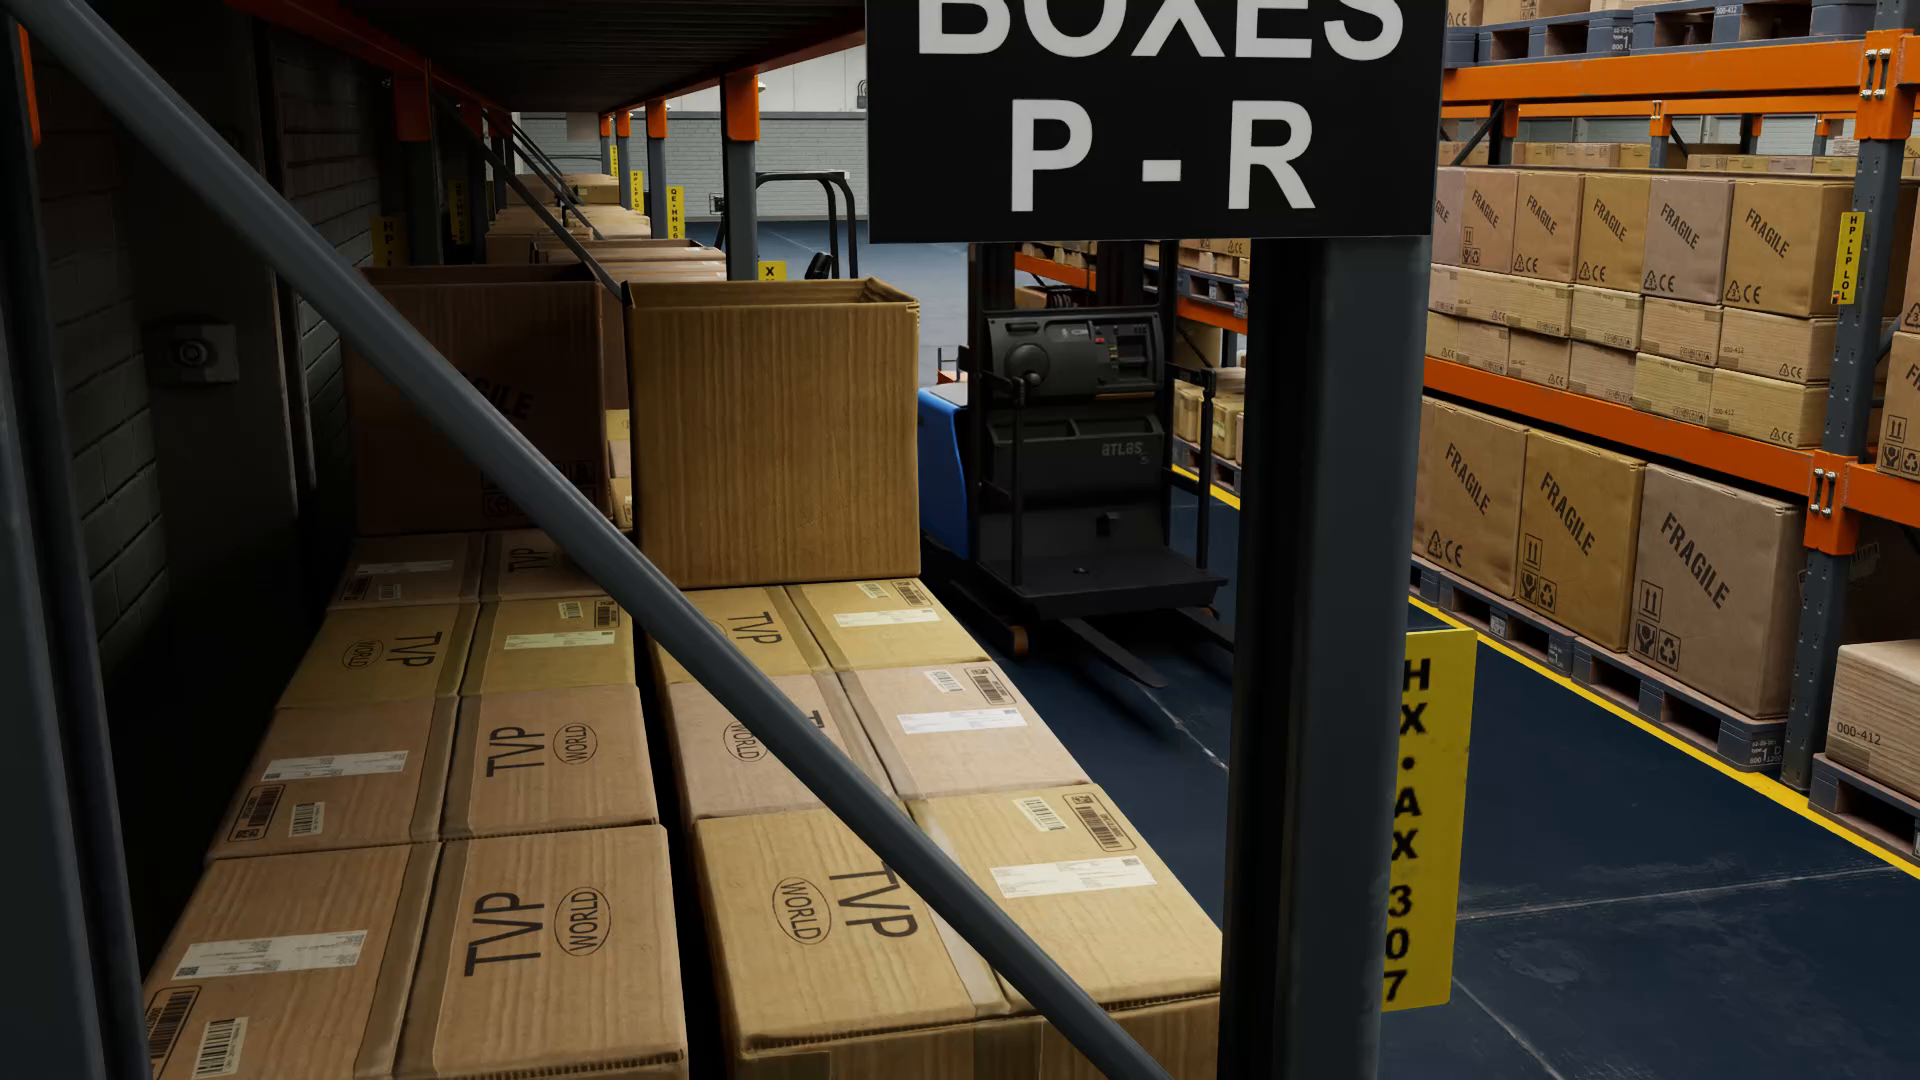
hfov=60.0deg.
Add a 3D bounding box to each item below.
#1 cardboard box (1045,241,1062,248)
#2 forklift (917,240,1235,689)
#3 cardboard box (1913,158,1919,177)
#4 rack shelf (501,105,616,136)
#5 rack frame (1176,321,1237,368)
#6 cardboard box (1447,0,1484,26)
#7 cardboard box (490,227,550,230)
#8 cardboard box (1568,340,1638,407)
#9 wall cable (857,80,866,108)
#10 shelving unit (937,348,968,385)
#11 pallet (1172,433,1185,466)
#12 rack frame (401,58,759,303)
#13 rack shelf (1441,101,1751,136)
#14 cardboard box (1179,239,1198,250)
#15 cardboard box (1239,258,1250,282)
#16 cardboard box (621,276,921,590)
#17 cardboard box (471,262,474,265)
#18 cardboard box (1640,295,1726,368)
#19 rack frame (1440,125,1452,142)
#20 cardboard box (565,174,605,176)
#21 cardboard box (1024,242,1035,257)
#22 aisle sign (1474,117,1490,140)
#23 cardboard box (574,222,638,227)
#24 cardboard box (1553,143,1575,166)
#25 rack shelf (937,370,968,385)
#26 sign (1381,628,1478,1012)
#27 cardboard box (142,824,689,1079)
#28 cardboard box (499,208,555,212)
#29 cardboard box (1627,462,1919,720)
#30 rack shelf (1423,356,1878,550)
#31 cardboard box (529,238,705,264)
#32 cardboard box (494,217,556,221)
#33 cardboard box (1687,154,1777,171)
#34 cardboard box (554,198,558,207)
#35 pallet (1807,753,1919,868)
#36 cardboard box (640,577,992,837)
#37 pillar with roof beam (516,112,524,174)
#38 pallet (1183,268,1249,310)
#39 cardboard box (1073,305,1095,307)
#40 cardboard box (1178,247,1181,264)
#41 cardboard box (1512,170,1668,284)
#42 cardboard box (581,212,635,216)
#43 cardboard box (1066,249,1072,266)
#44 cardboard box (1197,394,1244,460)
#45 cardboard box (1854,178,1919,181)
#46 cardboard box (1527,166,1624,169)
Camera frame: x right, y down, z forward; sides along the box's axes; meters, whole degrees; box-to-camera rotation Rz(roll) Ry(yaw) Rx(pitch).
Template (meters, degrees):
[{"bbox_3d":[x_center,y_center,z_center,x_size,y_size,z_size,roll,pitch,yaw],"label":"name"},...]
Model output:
[{"bbox_3d":[1.112,-3.002,15.557,0.500,0.500,0.500,-4,14,-14],"label":"cardboard box"},{"bbox_3d":[0.657,-0.955,8.161,1.130,2.935,3.031,-5,14,-18],"label":"forklift"},{"bbox_3d":[7.349,-2.496,12.005,0.700,0.500,0.500,-3,14,-14],"label":"cardboard box"},{"bbox_3d":[-3.456,-3.656,14.267,1.077,0.370,4.000,-3,14,-13],"label":"rack shelf"},{"bbox_3d":[1.837,-2.364,13.785,1.000,3.000,0.127,-3,14,-13],"label":"rack frame"},{"bbox_3d":[3.012,-3.074,9.268,0.797,0.503,0.637,-4,14,-17],"label":"cardboard box"},{"bbox_3d":[-2.492,-1.709,9.524,0.380,0.149,0.250,-3,14,-13],"label":"cardboard box"},{"bbox_3d":[3.147,-0.770,7.576,0.500,0.250,0.500,-4,14,-15],"label":"cardboard box"},{"bbox_3d":[-1.859,-15.565,48.009,2.305,6.003,0.169,-3,14,-13],"label":"wall cable"},{"bbox_3d":[0.039,-0.545,10.128,0.258,1.200,0.503,-3,14,-13],"label":"shelving unit"},{"bbox_3d":[2.022,-0.830,13.381,1.003,0.211,1.213,-3,14,-13],"label":"pallet"},{"bbox_3d":[-1.108,-0.241,5.095,1.000,3.000,0.127,-3,14,-13],"label":"rack frame"},{"bbox_3d":[6.155,-4.233,16.627,1.077,0.370,4.000,-3,14,-13],"label":"rack shelf"},{"bbox_3d":[1.890,-2.407,12.237,0.500,0.500,0.500,-3,14,-14],"label":"cardboard box"},{"bbox_3d":[2.105,-1.821,11.204,0.380,0.149,0.250,-3,14,-12],"label":"cardboard box"},{"bbox_3d":[-0.366,-0.220,3.117,0.500,0.500,0.500,-3,14,-12],"label":"cardboard box"},{"bbox_3d":[-2.423,-1.422,9.191,0.500,0.250,0.500,-3,14,-12],"label":"cardboard box"},{"bbox_3d":[3.252,-0.892,7.020,0.500,0.250,0.500,-3,14,-12],"label":"cardboard box"},{"bbox_3d":[5.686,-3.586,18.786,1.000,3.000,0.127,-3,14,-13],"label":"rack frame"},{"bbox_3d":[-3.549,-3.392,15.786,0.380,0.149,0.250,-3,14,-13],"label":"cardboard box"},{"bbox_3d":[0.848,-2.891,16.469,0.380,0.149,0.250,-3,14,-12],"label":"cardboard box"},{"bbox_3d":[5.961,-4.882,18.613,0.394,0.787,0.004,-3,14,-13],"label":"aisle sign"},{"bbox_3d":[-2.147,-1.853,10.114,0.380,0.149,0.250,-3,14,-13],"label":"cardboard box"},{"bbox_3d":[6.336,-3.601,16.254,0.875,0.550,0.550,-3,14,-13],"label":"cardboard box"},{"bbox_3d":[0.039,-0.926,10.035,0.258,0.148,0.480,-3,14,-13],"label":"rack shelf"},{"bbox_3d":[0.359,0.231,1.339,0.100,0.325,0.005,-3,14,-13],"label":"sign"},{"bbox_3d":[-0.534,0.518,1.674,0.500,0.250,0.500,-3,14,-12],"label":"cardboard box"},{"bbox_3d":[-3.101,-2.293,11.914,0.380,0.149,0.250,-4,14,-15],"label":"cardboard box"},{"bbox_3d":[3.493,0.171,7.000,0.875,0.875,0.875,-3,14,-11],"label":"cardboard box"},{"bbox_3d":[3.246,-0.631,8.205,1.077,0.370,4.000,-3,14,-13],"label":"rack shelf"},{"bbox_3d":[-1.484,-1.052,7.310,0.797,0.503,0.637,-4,14,-14],"label":"cardboard box"},{"bbox_3d":[-2.800,-2.003,10.729,0.380,0.149,0.250,-3,14,-13],"label":"cardboard box"},{"bbox_3d":[6.747,-3.084,14.411,0.700,0.500,0.500,-4,14,-14],"label":"cardboard box"},{"bbox_3d":[-3.525,-2.748,13.777,0.380,0.149,0.250,-3,14,-11],"label":"cardboard box"},{"bbox_3d":[3.819,1.016,5.826,1.003,0.211,1.213,-3,14,-13],"label":"pallet"},{"bbox_3d":[-0.254,0.257,2.744,0.500,0.250,0.500,-4,14,-14],"label":"cardboard box"},{"bbox_3d":[-7.500,-12.874,44.161,9.100,9.000,0.400,-3,14,-13],"label":"pillar with roof beam"},{"bbox_3d":[2.272,-1.803,11.890,1.003,0.211,1.213,-3,14,-13],"label":"pallet"},{"bbox_3d":[1.316,-1.836,14.950,0.500,0.500,0.500,-3,14,-12],"label":"cardboard box"},{"bbox_3d":[1.851,-2.182,12.683,0.380,0.149,0.250,-2,14,-10],"label":"cardboard box"},{"bbox_3d":[3.002,-1.498,7.920,0.500,0.500,0.500,-3,14,-12],"label":"cardboard box"},{"bbox_3d":[-2.415,-2.149,11.326,0.380,0.149,0.250,-4,14,-15],"label":"cardboard box"},{"bbox_3d":[1.193,-2.594,15.255,0.380,0.149,0.250,-4,14,-14],"label":"cardboard box"},{"bbox_3d":[2.300,-0.845,12.218,0.950,0.372,0.625,-3,14,-11],"label":"cardboard box"},{"bbox_3d":[3.892,-1.171,6.581,0.500,0.500,0.500,-3,14,-13],"label":"cardboard box"},{"bbox_3d":[3.281,-1.753,8.966,0.500,0.500,0.500,-3,14,-12],"label":"cardboard box"}]
